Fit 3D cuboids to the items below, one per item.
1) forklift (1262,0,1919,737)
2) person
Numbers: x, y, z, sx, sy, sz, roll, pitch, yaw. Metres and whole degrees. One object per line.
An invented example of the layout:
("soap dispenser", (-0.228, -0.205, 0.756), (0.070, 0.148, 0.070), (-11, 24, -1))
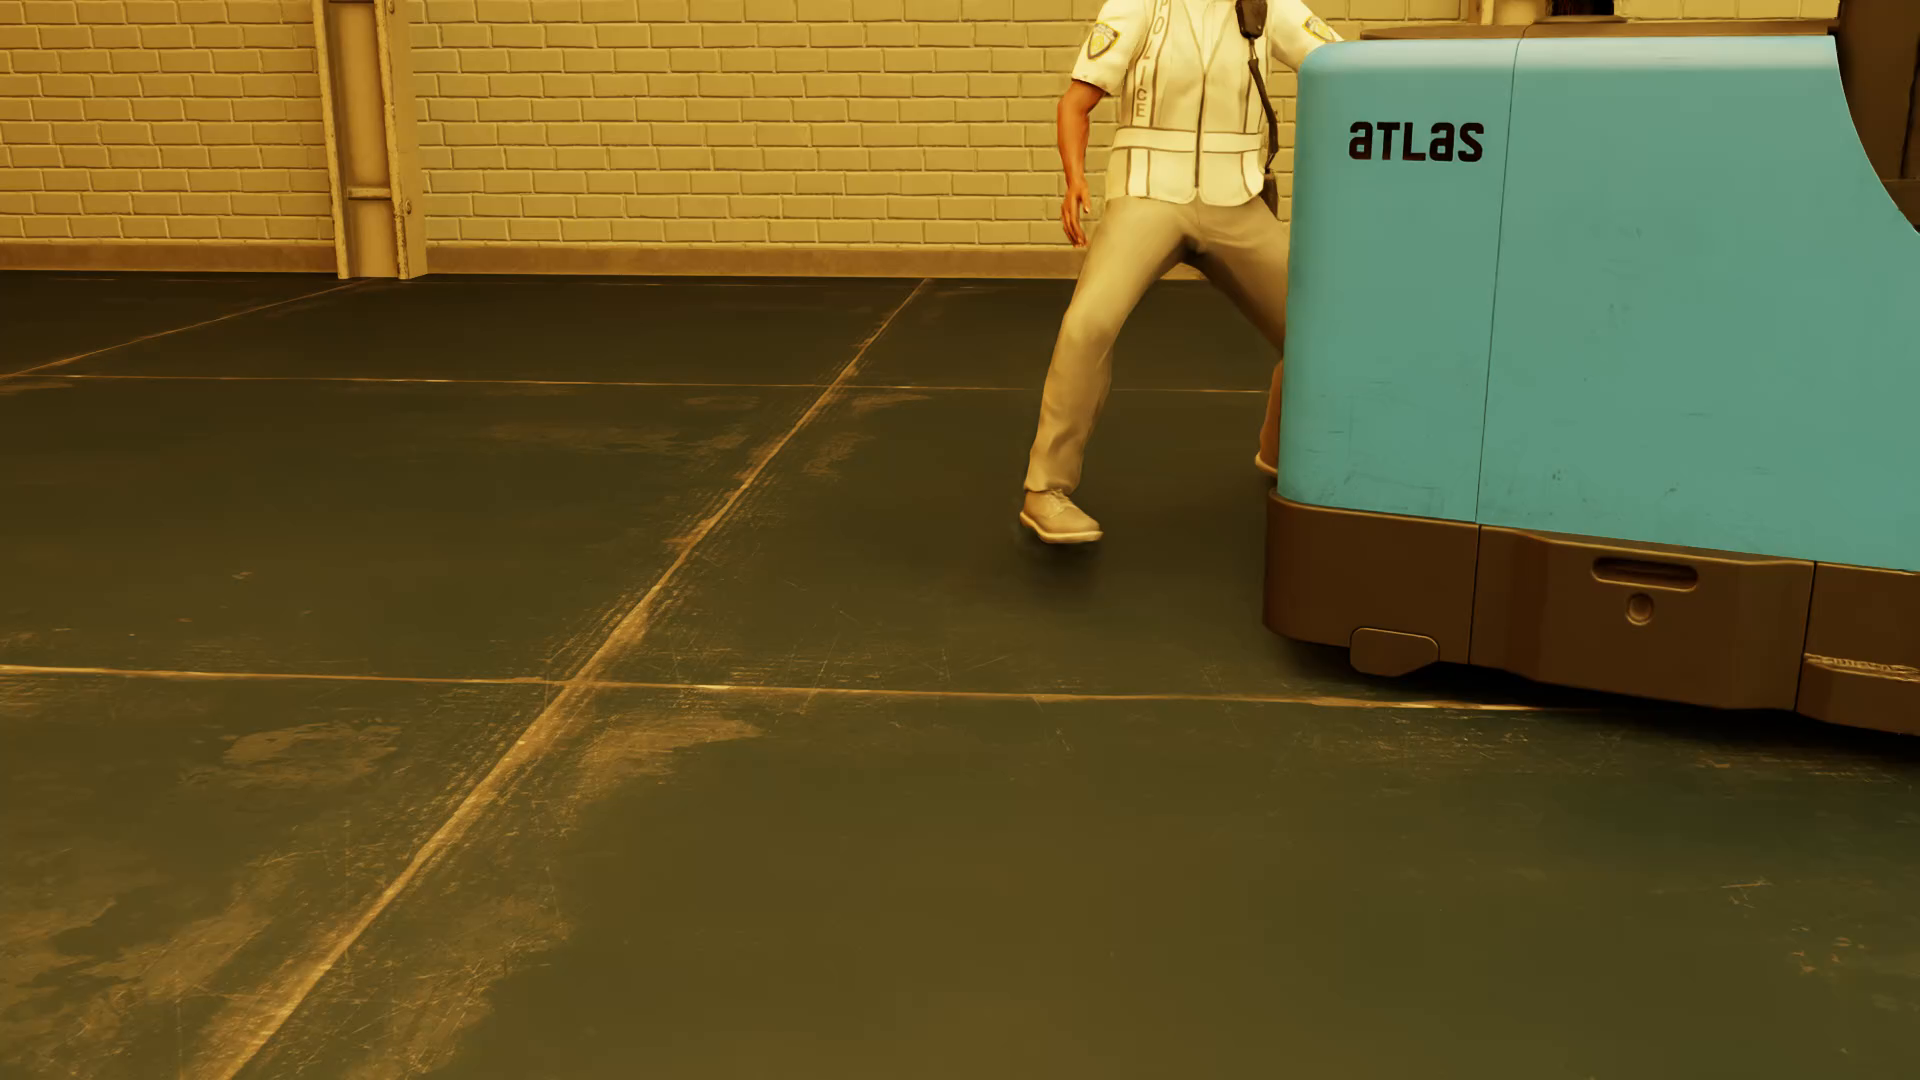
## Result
("forklift", (2.097, -1.127, 2.371), (3.031, 2.935, 1.130), (7, 17, 25))
("person", (0.591, -0.760, 3.821), (0.936, 1.525, 0.865), (-1, 15, -4))
